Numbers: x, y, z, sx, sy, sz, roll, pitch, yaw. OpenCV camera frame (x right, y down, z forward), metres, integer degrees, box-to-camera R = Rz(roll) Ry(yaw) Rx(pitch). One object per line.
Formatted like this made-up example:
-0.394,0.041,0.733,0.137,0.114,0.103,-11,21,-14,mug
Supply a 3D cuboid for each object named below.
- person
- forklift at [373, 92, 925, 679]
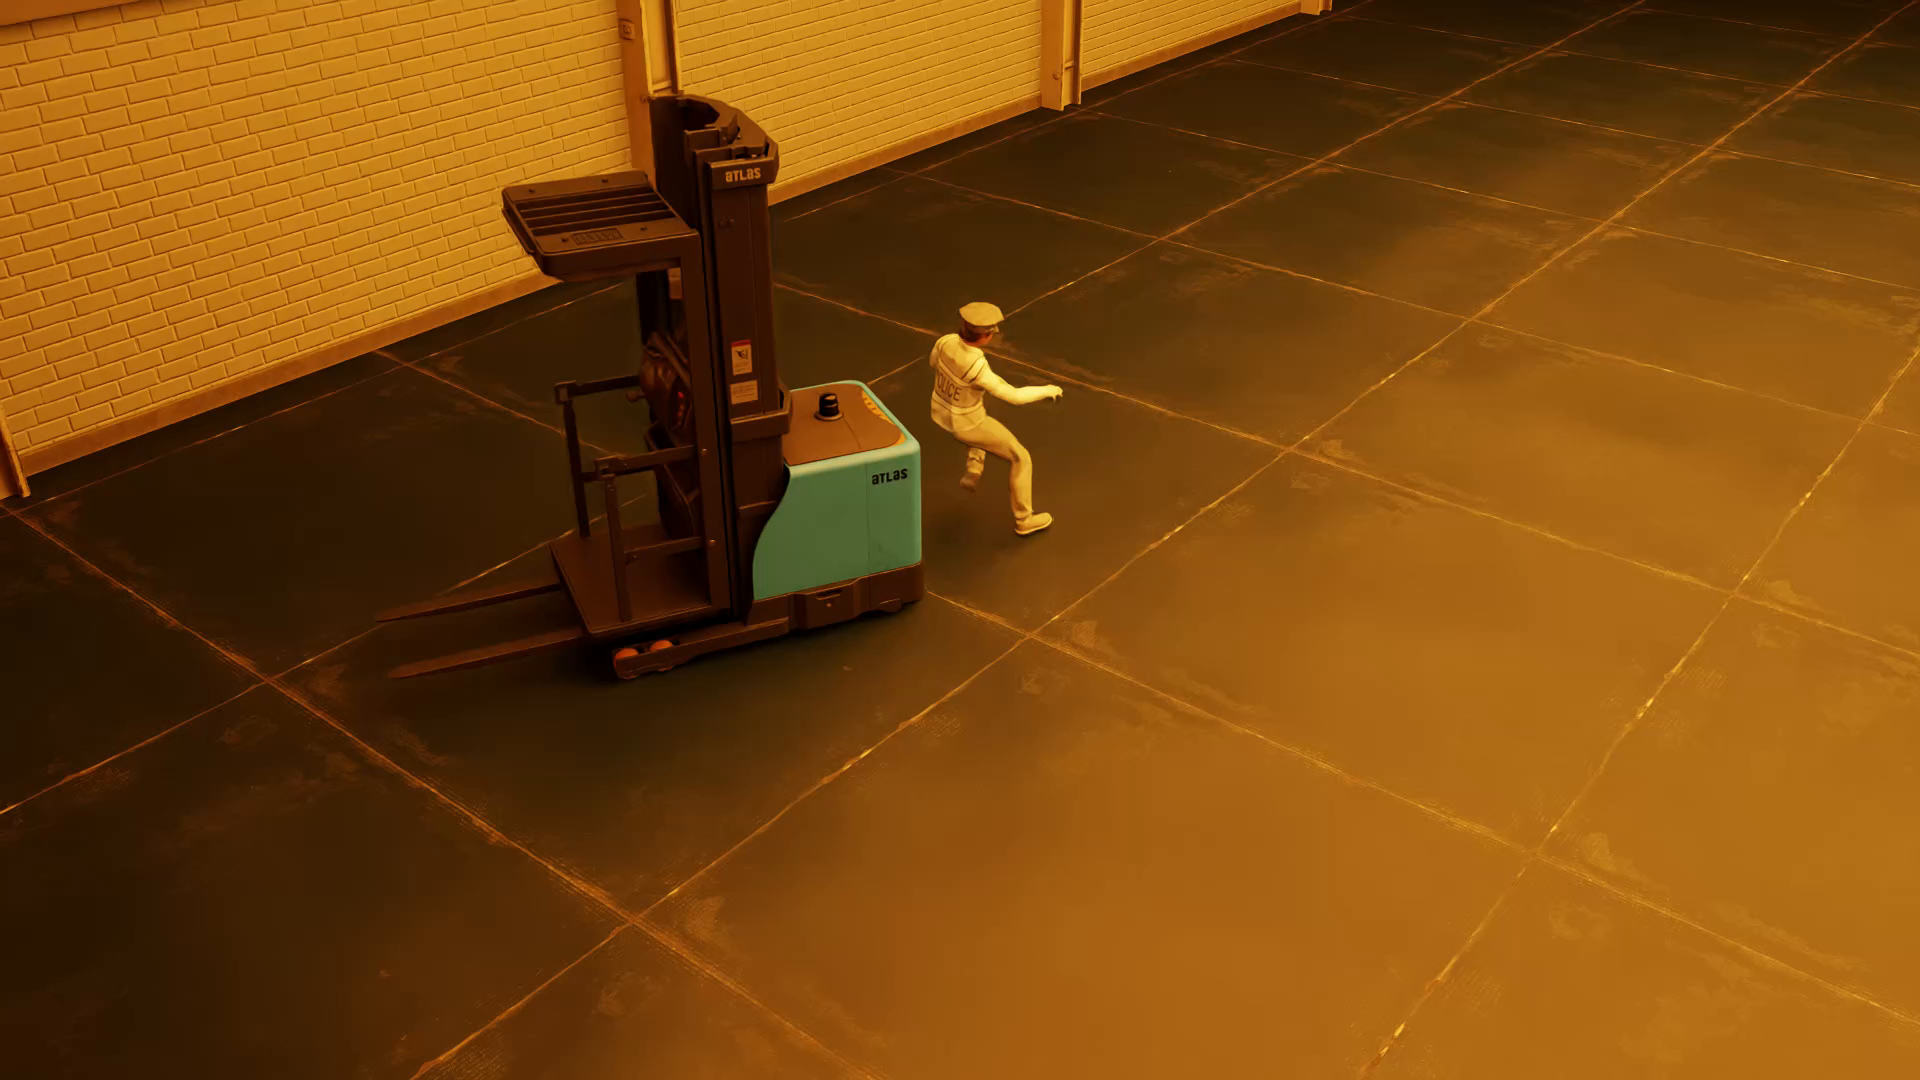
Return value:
0.223,-0.824,10.443,0.716,1.471,0.774,-22,37,-33,person
-1.772,-0.801,8.965,3.031,2.935,1.130,-13,33,-20,forklift
